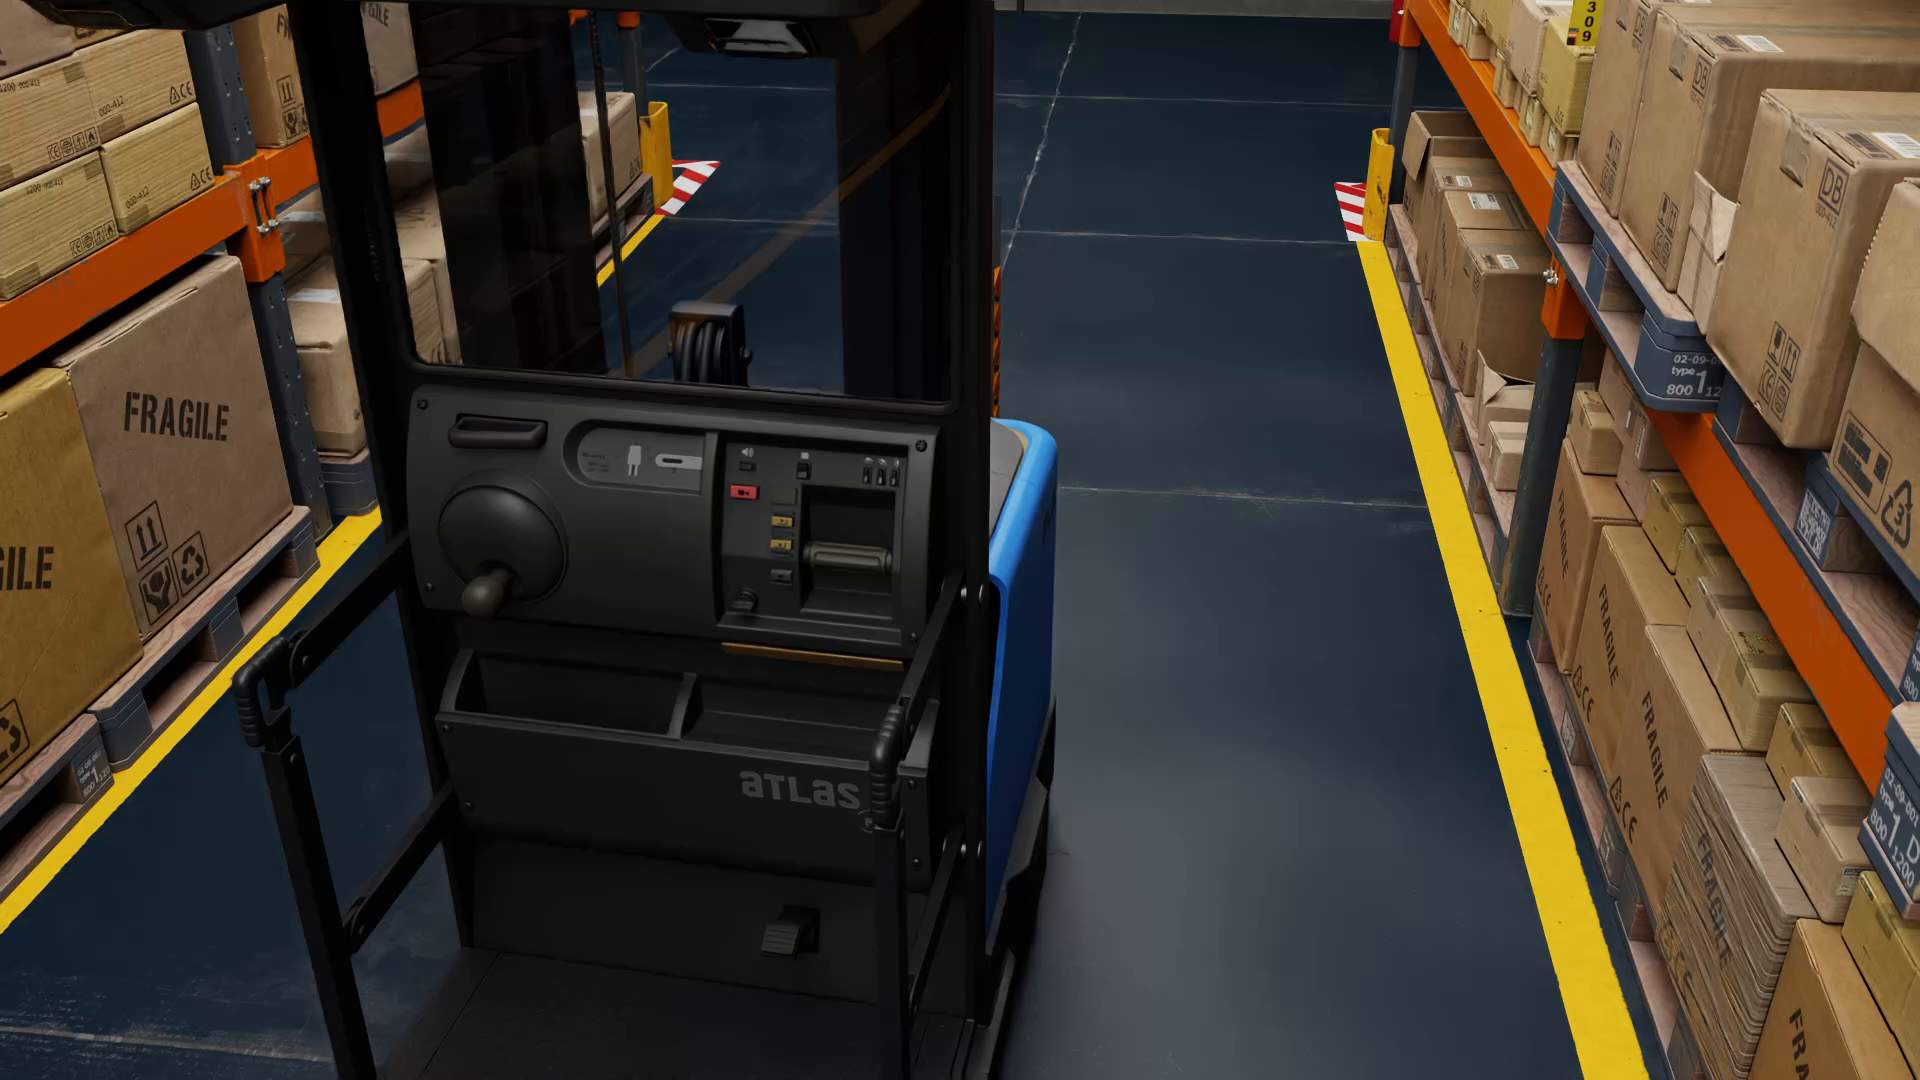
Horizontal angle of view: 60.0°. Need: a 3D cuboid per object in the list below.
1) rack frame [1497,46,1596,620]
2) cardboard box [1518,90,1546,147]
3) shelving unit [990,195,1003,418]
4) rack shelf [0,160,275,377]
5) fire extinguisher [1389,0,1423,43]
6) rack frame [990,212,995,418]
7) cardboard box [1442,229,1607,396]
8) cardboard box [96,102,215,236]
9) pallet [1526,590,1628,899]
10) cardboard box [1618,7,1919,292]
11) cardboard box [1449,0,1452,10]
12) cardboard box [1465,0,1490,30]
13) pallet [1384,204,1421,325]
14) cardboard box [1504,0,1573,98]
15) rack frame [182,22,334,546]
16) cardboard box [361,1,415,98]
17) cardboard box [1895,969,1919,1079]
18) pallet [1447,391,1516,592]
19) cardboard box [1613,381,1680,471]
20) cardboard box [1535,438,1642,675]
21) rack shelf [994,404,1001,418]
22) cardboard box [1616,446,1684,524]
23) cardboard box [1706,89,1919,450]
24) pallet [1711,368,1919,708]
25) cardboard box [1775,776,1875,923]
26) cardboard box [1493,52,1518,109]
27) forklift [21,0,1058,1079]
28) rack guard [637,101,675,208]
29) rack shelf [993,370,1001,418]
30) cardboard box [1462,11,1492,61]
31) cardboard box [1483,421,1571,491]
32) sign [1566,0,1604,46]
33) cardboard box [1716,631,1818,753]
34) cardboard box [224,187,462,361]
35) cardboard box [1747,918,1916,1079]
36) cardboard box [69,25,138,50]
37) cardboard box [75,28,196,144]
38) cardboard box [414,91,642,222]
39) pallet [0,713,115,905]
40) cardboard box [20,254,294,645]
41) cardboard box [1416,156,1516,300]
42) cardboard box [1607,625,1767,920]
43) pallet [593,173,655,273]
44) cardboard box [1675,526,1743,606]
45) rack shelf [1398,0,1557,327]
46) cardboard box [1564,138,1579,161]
[{"bbox_3d":[2.231,-1.072,4.578,1.000,3.000,0.127,3,28,6],"label":"rack frame"},{"bbox_3d":[2.038,-1.374,5.403,0.380,0.149,0.250,4,29,8],"label":"cardboard box"},{"bbox_3d":[-0.002,-0.521,5.453,0.258,1.200,0.189,3,28,6],"label":"shelving unit"},{"bbox_3d":[-2.941,-0.101,3.533,1.077,0.370,4.000,3,28,6],"label":"rack shelf"},{"bbox_3d":[2.281,-2.853,8.358,0.296,0.674,0.183,3,28,6],"label":"fire extinguisher"},{"bbox_3d":[-0.013,-0.478,5.373,0.240,1.200,0.006,3,28,6],"label":"rack frame"},{"bbox_3d":[2.282,-0.868,6.392,0.700,0.500,0.500,2,28,4],"label":"cardboard box"},{"bbox_3d":[-2.500,-1.067,4.726,0.500,0.250,0.500,3,28,5],"label":"cardboard box"},{"bbox_3d":[2.169,0.540,4.524,1.003,0.211,1.213,3,28,6],"label":"pallet"},{"bbox_3d":[1.887,-0.843,3.603,0.700,0.500,0.500,4,29,7],"label":"cardboard box"},{"bbox_3d":[2.334,-2.342,7.200,0.380,0.149,0.250,4,29,8],"label":"cardboard box"},{"bbox_3d":[2.236,-2.104,6.338,0.500,0.250,0.500,3,28,5],"label":"cardboard box"},{"bbox_3d":[2.615,-1.316,7.971,1.003,0.211,1.213,3,28,6],"label":"pallet"},{"bbox_3d":[2.098,-1.628,5.453,0.500,0.250,0.500,3,29,6],"label":"cardboard box"},{"bbox_3d":[-2.695,-1.359,5.110,1.000,3.000,0.127,3,28,6],"label":"rack frame"},{"bbox_3d":[-2.312,-1.845,5.907,0.500,0.500,0.500,4,29,7],"label":"cardboard box"},{"bbox_3d":[1.706,0.820,2.574,0.380,0.149,0.250,4,29,8],"label":"cardboard box"},{"bbox_3d":[2.316,-0.168,5.839,1.003,0.211,1.213,3,28,6],"label":"pallet"},{"bbox_3d":[1.939,-0.295,4.330,0.380,0.149,0.250,2,28,4],"label":"cardboard box"},{"bbox_3d":[1.949,0.058,4.673,0.500,0.500,0.500,5,29,8],"label":"cardboard box"},{"bbox_3d":[-0.002,-0.377,5.531,0.258,0.103,0.180,3,28,6],"label":"rack shelf"},{"bbox_3d":[1.966,-0.154,4.382,0.380,0.149,0.250,3,28,5],"label":"cardboard box"},{"bbox_3d":[1.790,-0.473,2.918,0.700,0.500,0.500,3,28,6],"label":"cardboard box"},{"bbox_3d":[1.975,-0.021,2.828,1.003,0.211,1.213,3,28,6],"label":"pallet"},{"bbox_3d":[1.741,0.571,3.037,0.380,0.149,0.250,2,28,4],"label":"cardboard box"},{"bbox_3d":[2.100,-1.618,5.855,0.380,0.149,0.250,3,28,5],"label":"cardboard box"},{"bbox_3d":[-0.539,0.009,2.644,1.130,2.935,3.031,5,29,10],"label":"forklift"},{"bbox_3d":[-2.202,-2.153,9.219,1.175,0.500,0.348,3,28,6],"label":"rack guard"},{"bbox_3d":[-0.002,-0.482,5.474,0.258,0.103,0.180,3,28,6],"label":"rack shelf"},{"bbox_3d":[2.190,-1.977,6.522,0.380,0.149,0.250,4,29,7],"label":"cardboard box"},{"bbox_3d":[2.008,-0.281,5.673,0.380,0.149,0.250,3,28,5],"label":"cardboard box"},{"bbox_3d":[1.692,-1.481,4.424,0.100,0.325,0.005,3,28,6],"label":"sign"},{"bbox_3d":[1.825,0.329,3.485,0.380,0.149,0.250,4,29,8],"label":"cardboard box"},{"bbox_3d":[-2.403,-1.127,6.937,0.875,0.438,0.875,3,28,5],"label":"cardboard box"},{"bbox_3d":[1.713,1.033,2.863,0.500,0.500,0.500,5,29,8],"label":"cardboard box"},{"bbox_3d":[-2.501,-1.618,4.432,0.500,0.500,0.500,4,29,8],"label":"cardboard box"},{"bbox_3d":[-2.508,-1.291,4.616,0.500,0.250,0.500,3,28,6],"label":"cardboard box"},{"bbox_3d":[-2.187,-1.982,8.526,0.875,0.438,0.875,2,28,4],"label":"cardboard box"},{"bbox_3d":[-2.862,0.812,4.020,1.003,0.211,1.213,3,28,6],"label":"pallet"},{"bbox_3d":[-2.692,-0.312,4.964,0.875,0.875,0.875,4,29,8],"label":"cardboard box"},{"bbox_3d":[2.409,-1.357,7.299,0.700,0.500,0.500,4,29,8],"label":"cardboard box"},{"bbox_3d":[1.828,0.544,3.771,0.500,0.500,0.500,3,28,5],"label":"cardboard box"},{"bbox_3d":[-2.226,-1.633,8.559,1.003,0.211,1.213,3,28,6],"label":"pallet"},{"bbox_3d":[1.926,0.097,3.916,0.380,0.149,0.250,3,28,5],"label":"cardboard box"},{"bbox_3d":[2.476,-1.697,6.496,1.077,0.370,4.000,3,28,6],"label":"rack shelf"},{"bbox_3d":[2.020,-1.127,4.943,0.380,0.149,0.250,4,29,7],"label":"cardboard box"}]
